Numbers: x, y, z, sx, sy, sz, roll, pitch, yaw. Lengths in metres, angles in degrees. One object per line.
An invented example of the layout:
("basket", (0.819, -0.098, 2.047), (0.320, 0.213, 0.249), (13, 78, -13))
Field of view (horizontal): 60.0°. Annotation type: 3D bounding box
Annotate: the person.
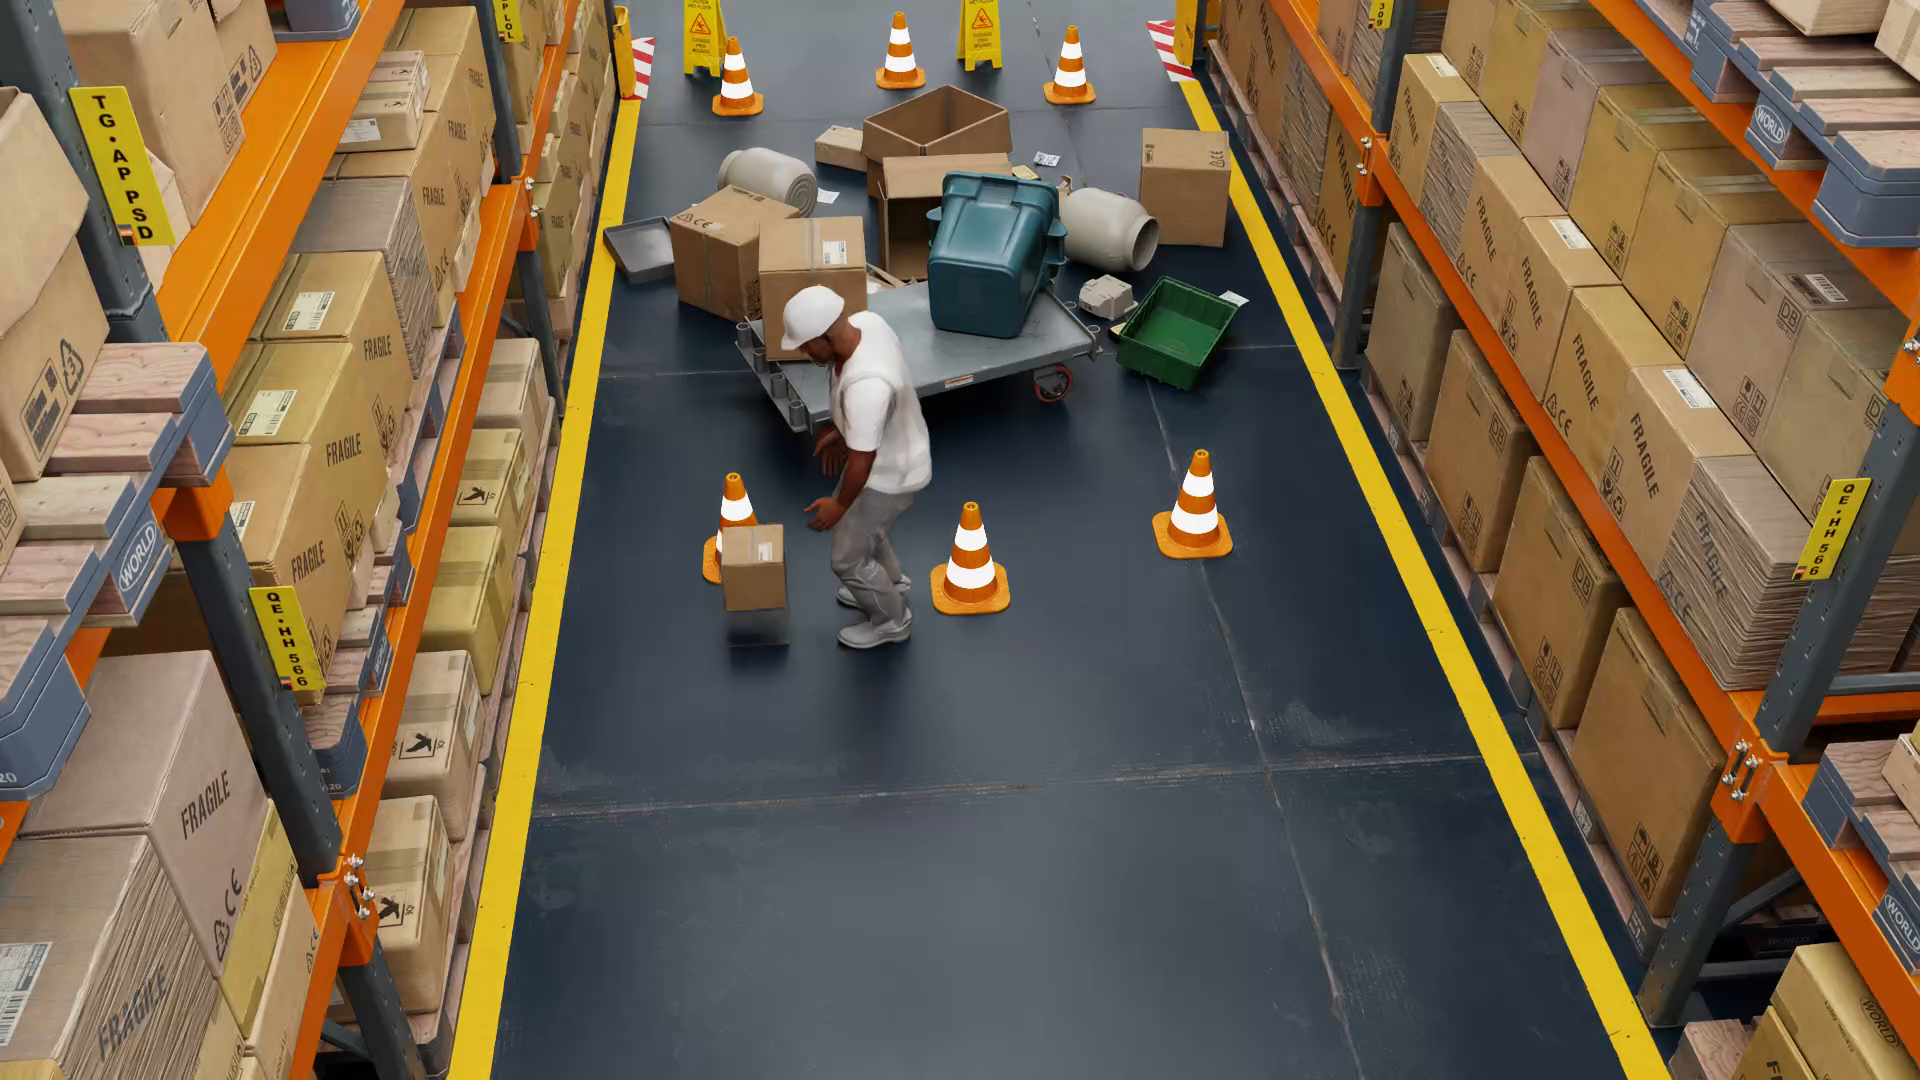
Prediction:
("person", (-0.388, -0.280, 6.576), (0.554, 1.651, 0.610), (-2, 39, -3))
